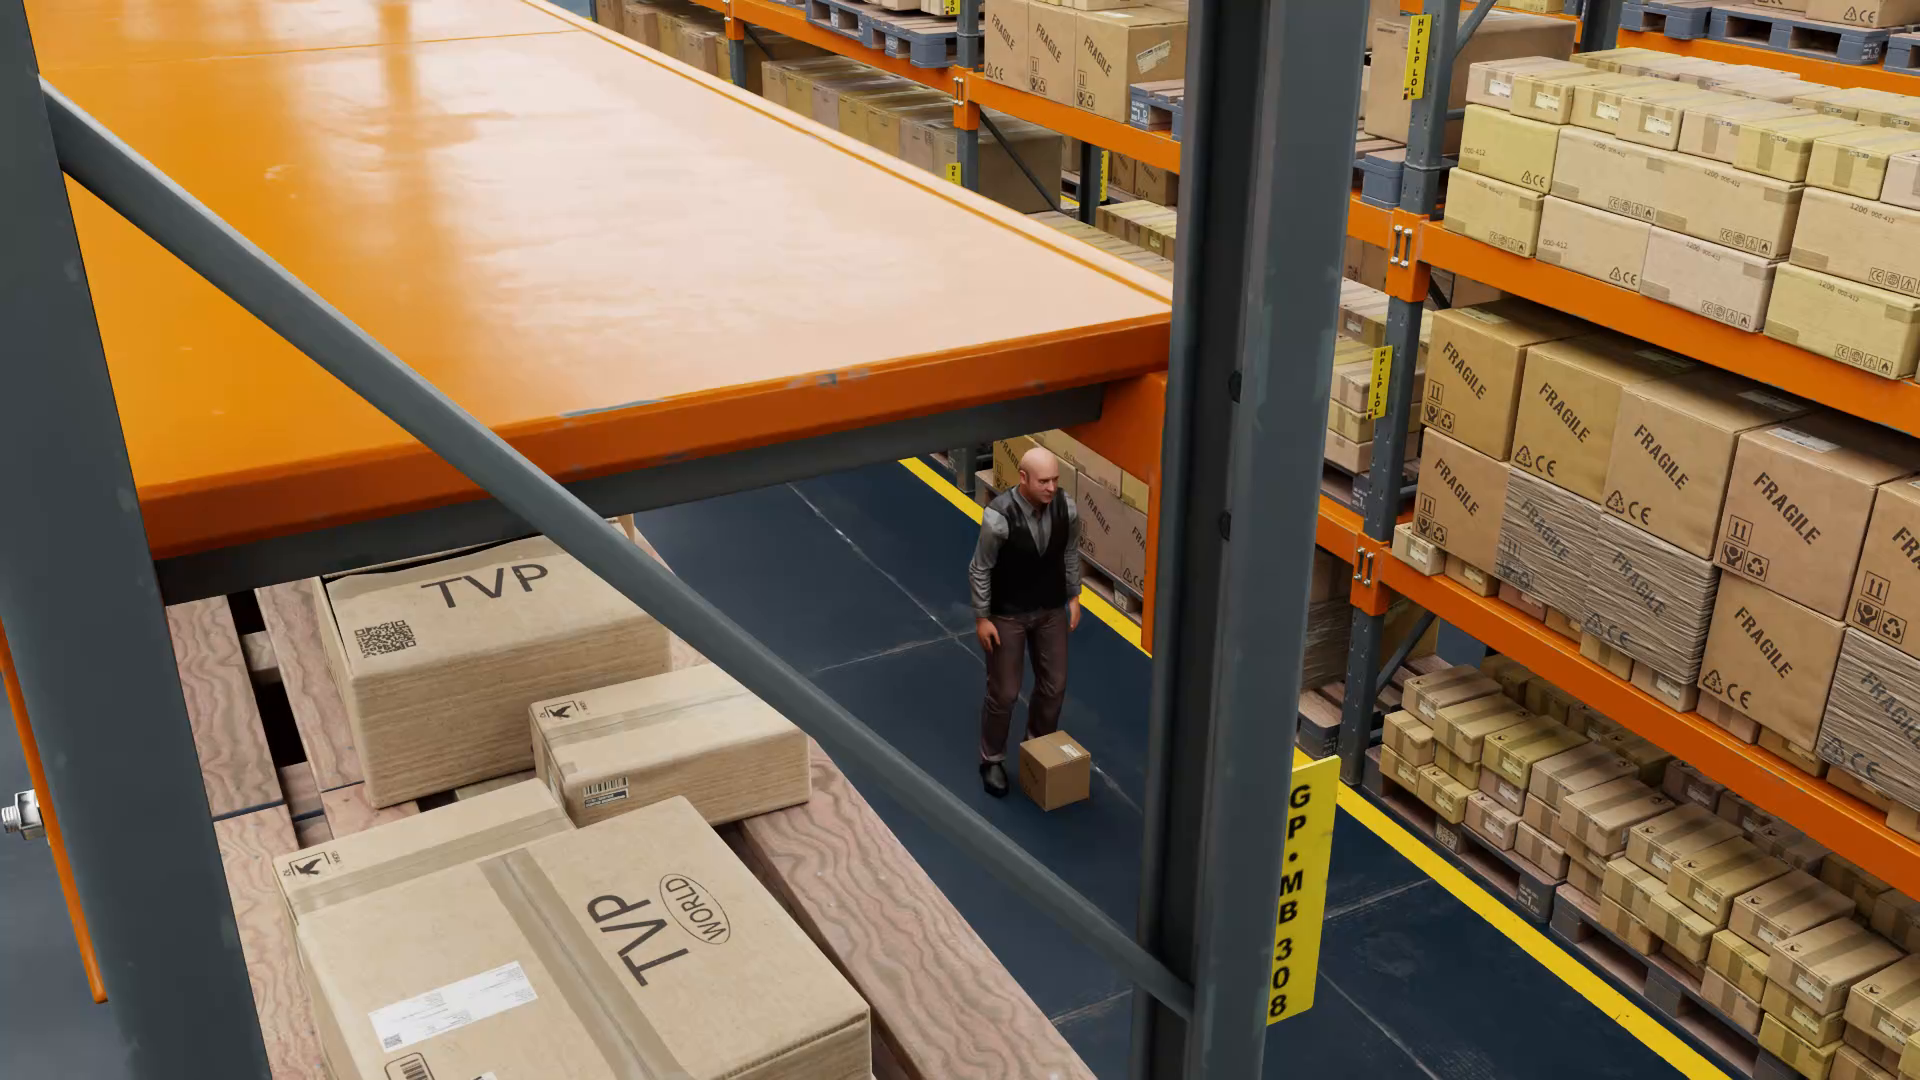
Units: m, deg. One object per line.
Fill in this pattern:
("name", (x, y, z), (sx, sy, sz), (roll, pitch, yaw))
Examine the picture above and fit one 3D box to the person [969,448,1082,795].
("person", (0.320, 0.351, 7.897), (0.580, 1.721, 0.464), (-13, 28, -25))
